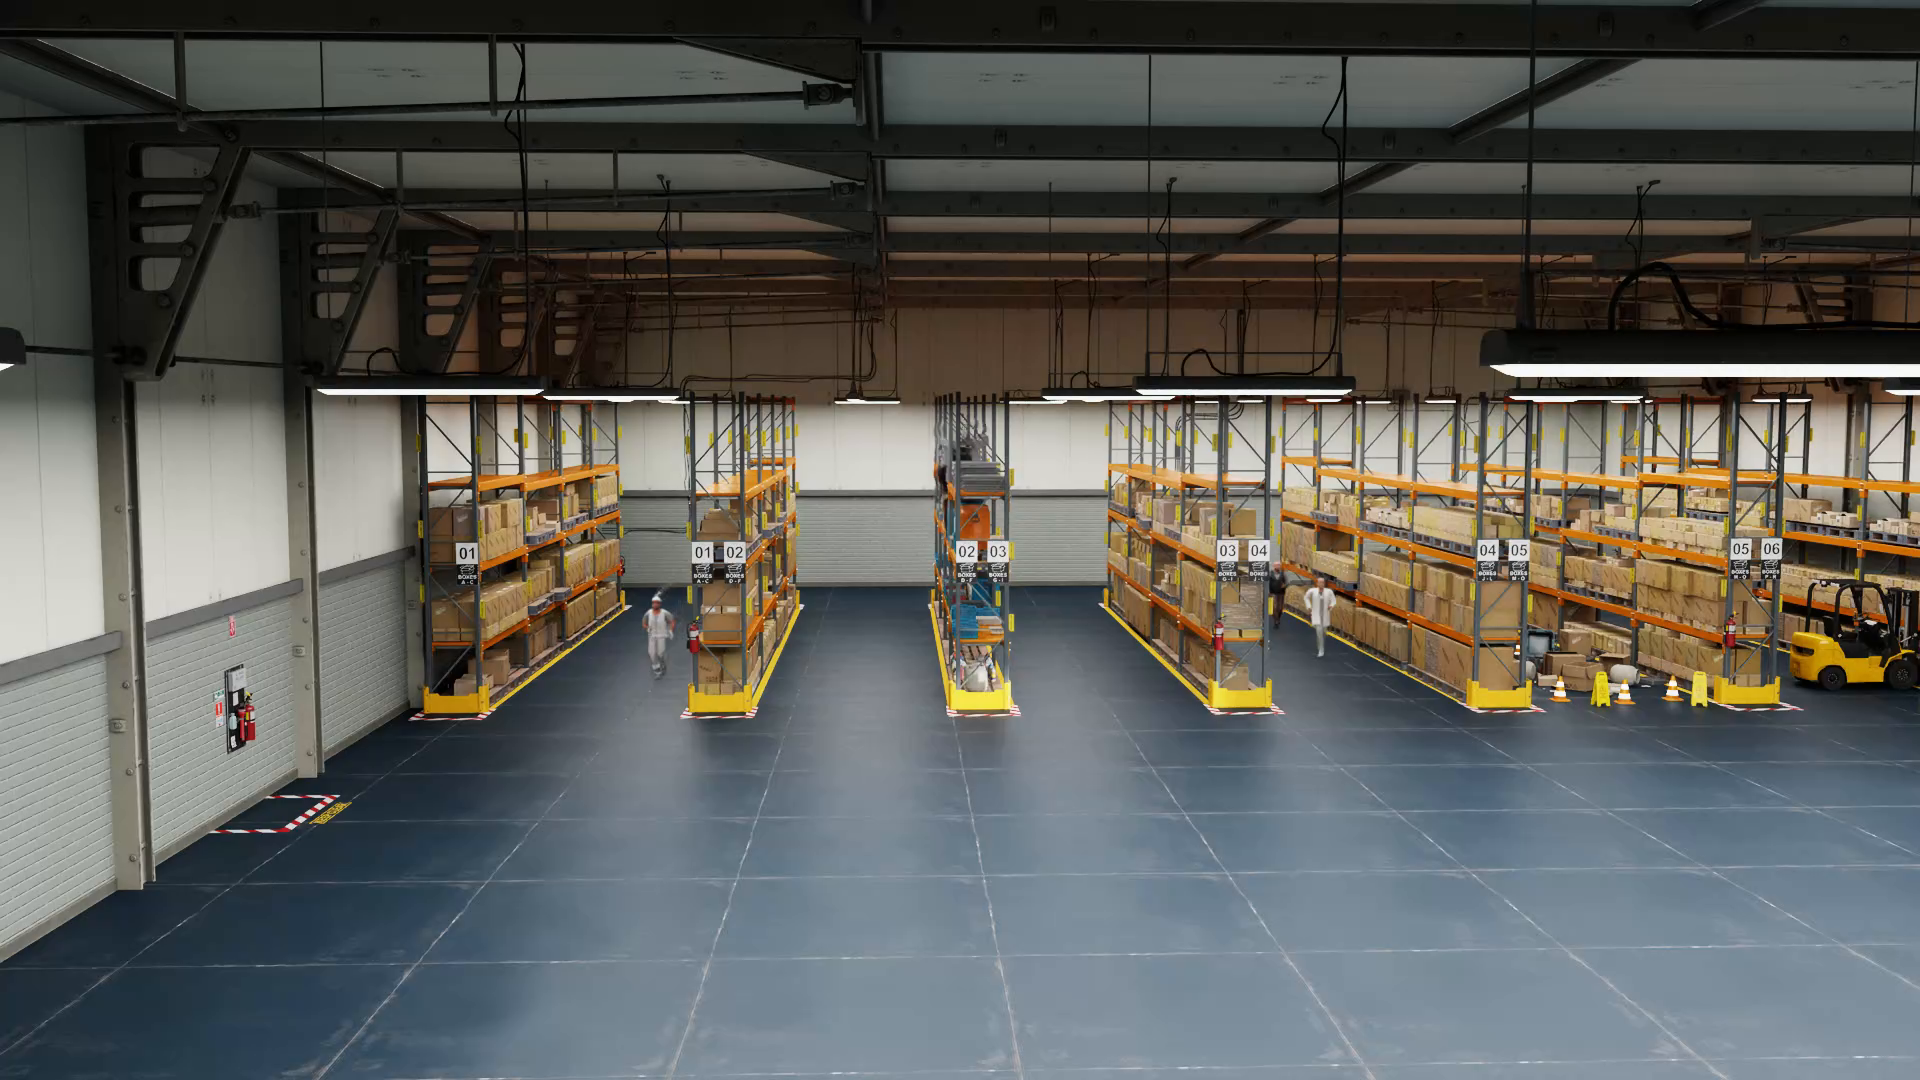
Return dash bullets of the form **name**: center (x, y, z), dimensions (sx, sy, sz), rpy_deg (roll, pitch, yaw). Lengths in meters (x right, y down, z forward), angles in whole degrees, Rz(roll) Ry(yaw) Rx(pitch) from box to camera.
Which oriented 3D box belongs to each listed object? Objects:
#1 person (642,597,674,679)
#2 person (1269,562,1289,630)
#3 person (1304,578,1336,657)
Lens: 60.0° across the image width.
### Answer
- **person**: center (-6.347, 2.060, 34.823), dimensions (0.649, 1.743, 0.578), rpy_deg (0, 5, 1)
- **person**: center (8.198, 1.453, 43.077), dimensions (0.664, 1.652, 0.782), rpy_deg (0, 5, 0)
- **person**: center (8.336, 1.759, 38.474), dimensions (0.713, 1.788, 0.919), rpy_deg (0, 5, 1)
